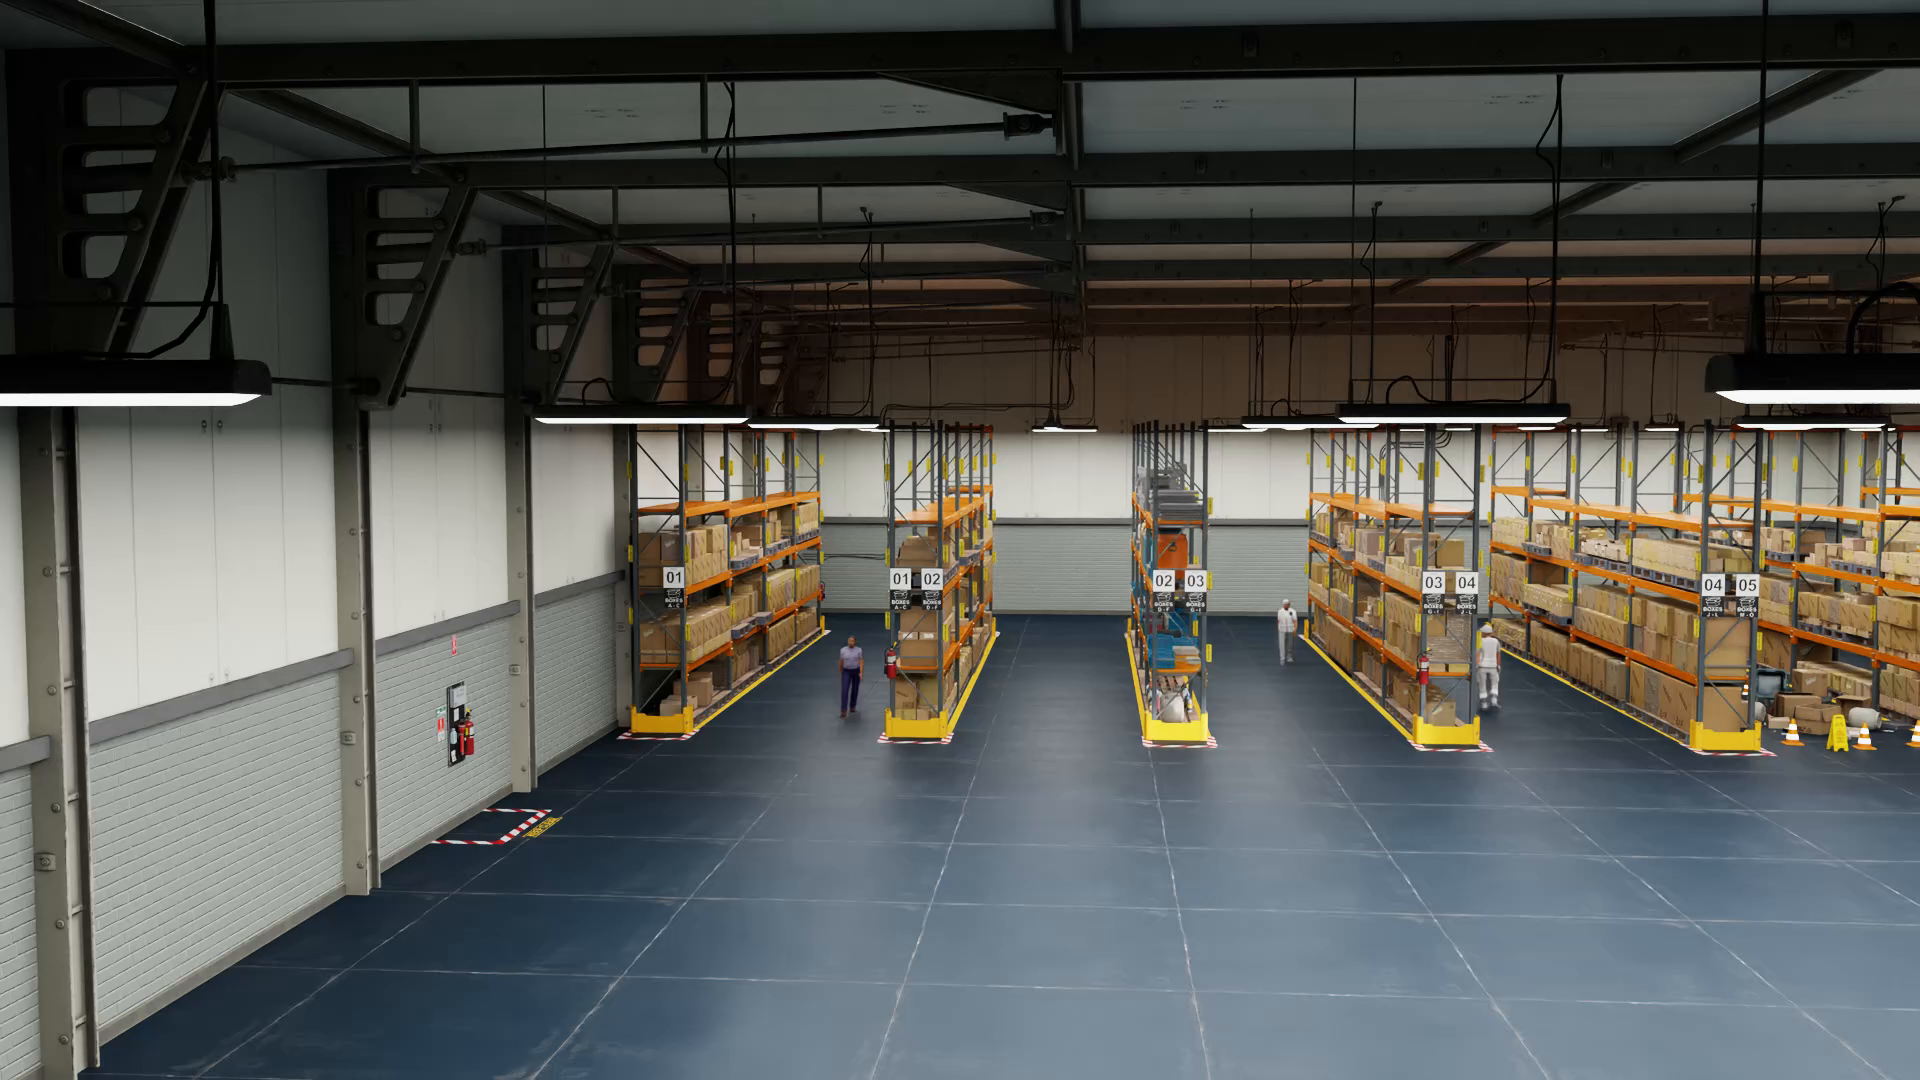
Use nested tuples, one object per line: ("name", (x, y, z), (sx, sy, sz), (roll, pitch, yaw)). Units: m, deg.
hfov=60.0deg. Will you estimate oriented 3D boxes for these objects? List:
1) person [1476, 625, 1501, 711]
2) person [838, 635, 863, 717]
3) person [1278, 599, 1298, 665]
("person", (10.939, 2.652, 34.488), (0.556, 1.791, 0.539), (1, 4, 8))
("person", (-2.226, 2.756, 33.939), (0.527, 1.610, 0.833), (-1, 4, -13))
("person", (8.143, 2.277, 41.370), (0.501, 1.611, 0.949), (1, 4, 13))
